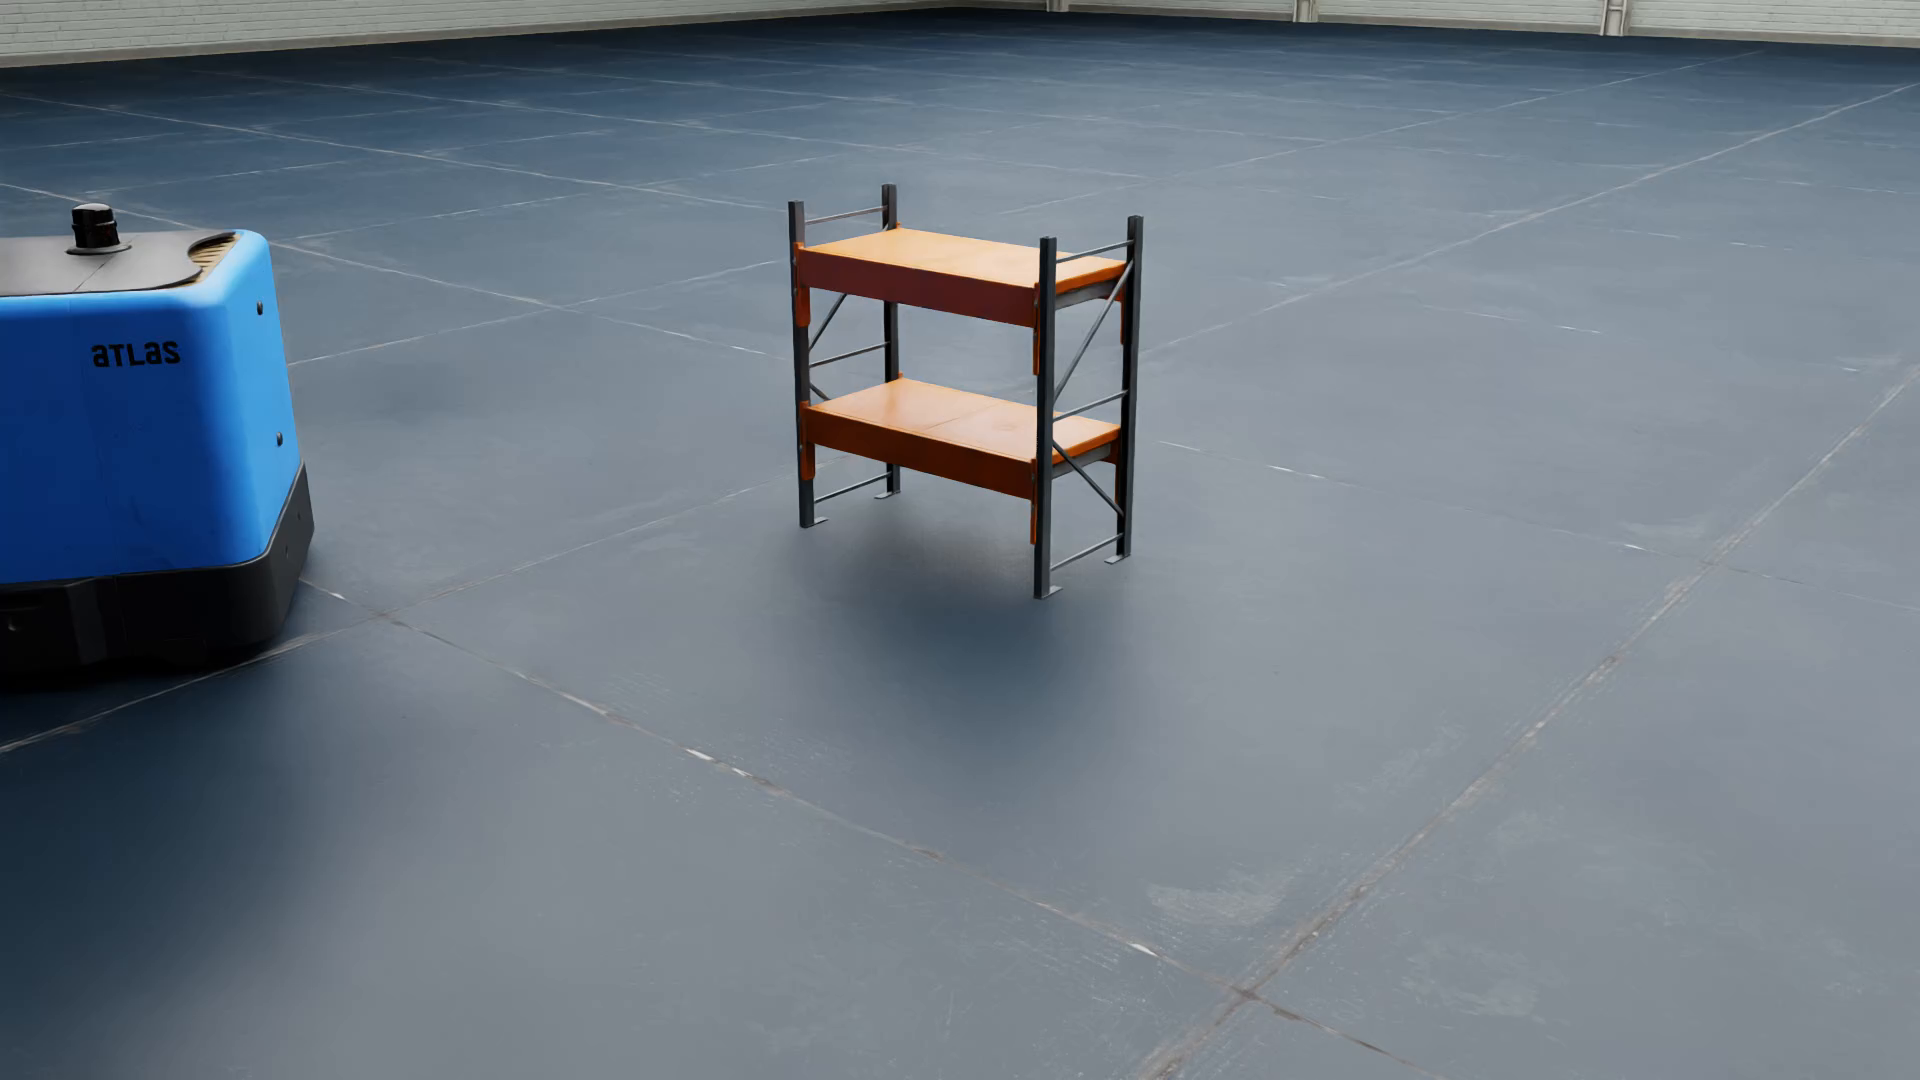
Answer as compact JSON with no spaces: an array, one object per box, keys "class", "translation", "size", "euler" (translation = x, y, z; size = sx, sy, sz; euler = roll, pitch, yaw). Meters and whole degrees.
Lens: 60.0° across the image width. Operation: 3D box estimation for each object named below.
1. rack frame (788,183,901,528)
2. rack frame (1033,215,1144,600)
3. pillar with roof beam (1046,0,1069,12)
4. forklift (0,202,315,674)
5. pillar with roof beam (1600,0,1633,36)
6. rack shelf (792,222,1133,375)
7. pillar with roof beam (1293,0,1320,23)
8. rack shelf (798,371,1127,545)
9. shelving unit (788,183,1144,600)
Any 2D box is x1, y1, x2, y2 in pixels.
[{"class":"rack frame","translation":[-0.389,-0.638,5.766],"size":[0.032,1.125,0.500],"euler":[16,26,36]},{"class":"rack frame","translation":[0.399,-0.411,5.165],"size":[0.032,1.125,0.500],"euler":[16,26,36]},{"class":"pillar with roof beam","translation":[-0.598,-14.524,31.430],"size":[0.400,9.000,9.100],"euler":[16,26,36]},{"class":"forklift","translation":[-3.525,-1.064,4.337],"size":[3.031,2.935,1.130],"euler":[-5,21,-13]},{"class":"pillar with roof beam","translation":[8.699,-11.847,24.331],"size":[0.400,9.000,9.100],"euler":[16,26,36]},{"class":"rack shelf","translation":[0.005,-0.799,5.362],"size":[1.000,0.278,0.538],"euler":[16,26,36]},{"class":"pillar with roof beam","translation":[4.050,-13.186,27.881],"size":[0.400,9.000,9.100],"euler":[16,26,36]},{"class":"rack shelf","translation":[0.005,-0.296,5.552],"size":[1.000,0.278,0.538],"euler":[16,26,36]},{"class":"shelving unit","translation":[0.005,-0.525,5.466],"size":[1.048,1.125,0.538],"euler":[16,26,36]}]
